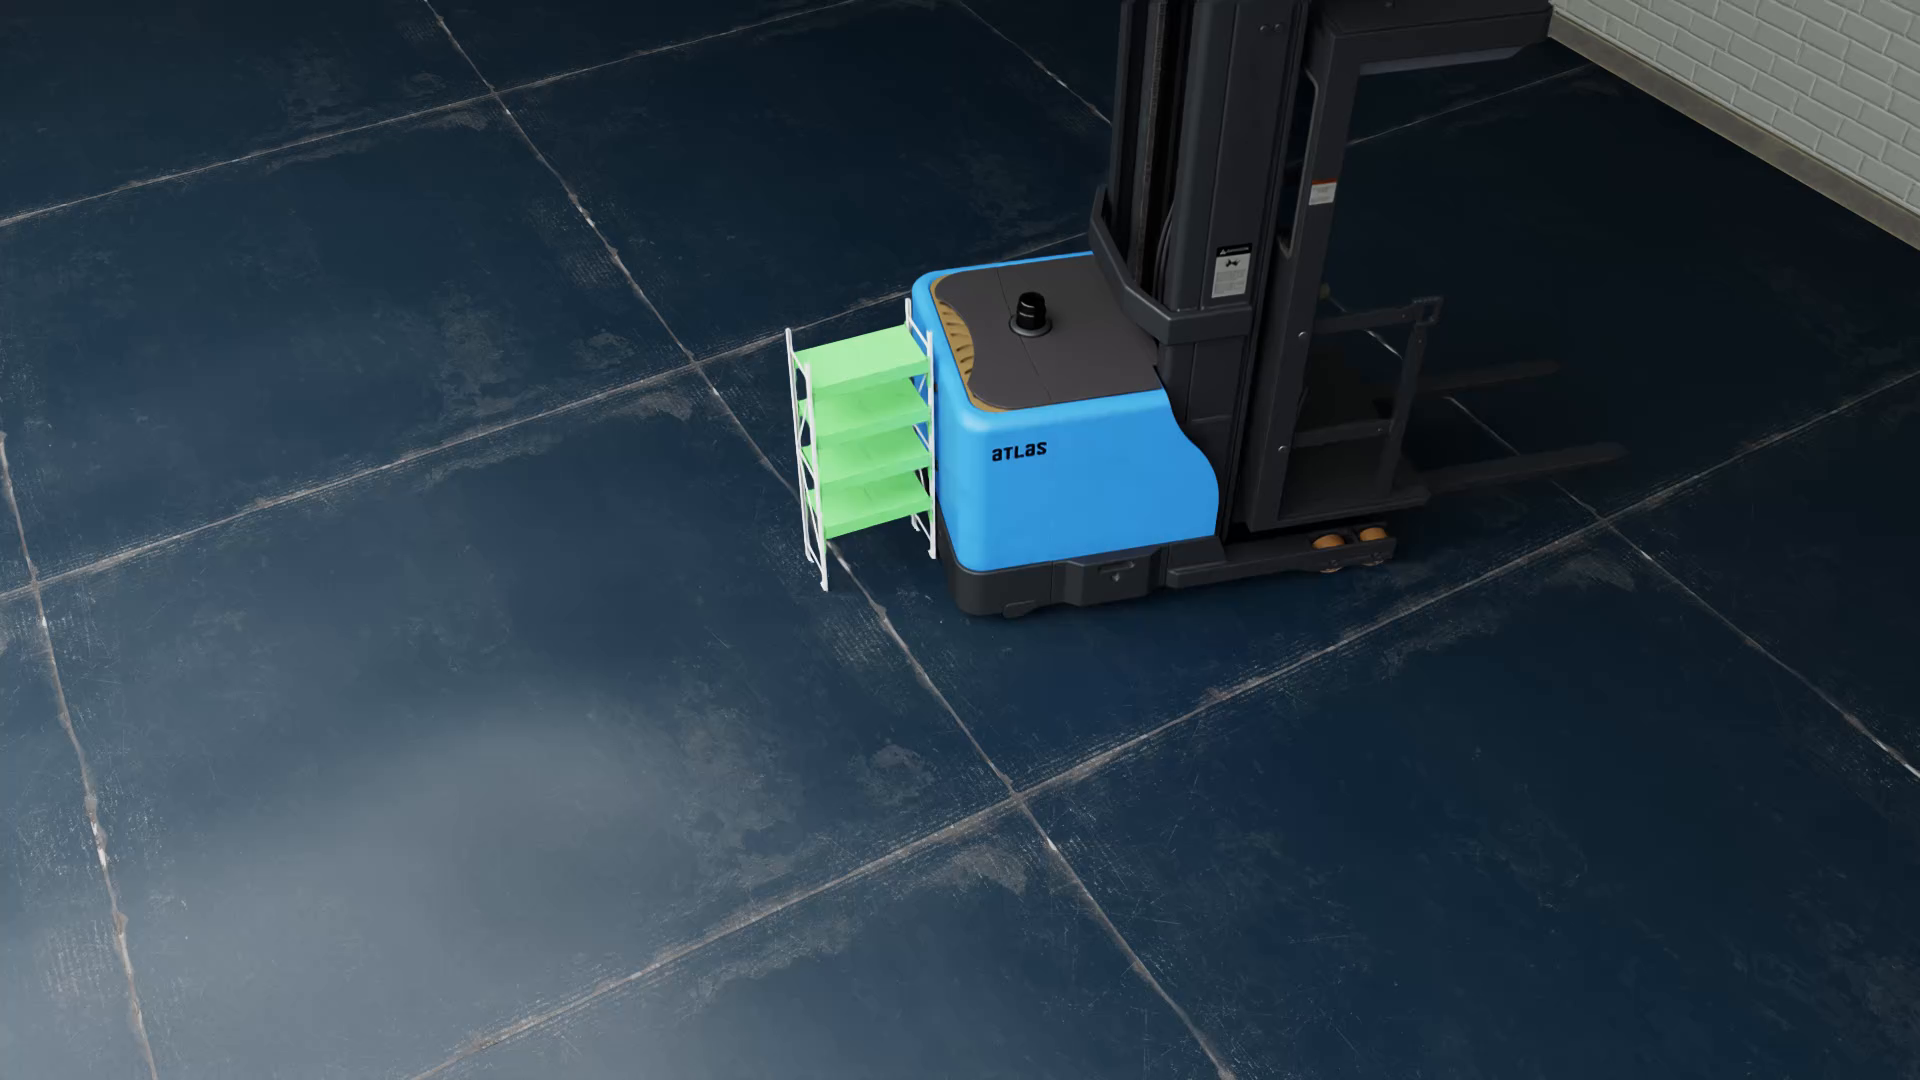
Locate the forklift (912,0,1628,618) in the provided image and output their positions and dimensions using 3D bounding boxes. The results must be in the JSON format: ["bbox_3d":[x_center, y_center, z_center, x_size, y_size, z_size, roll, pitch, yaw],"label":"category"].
[{"bbox_3d":[1.363,-1.265,6.378,3.031,2.935,1.130,-9,45,-9],"label":"forklift"}]

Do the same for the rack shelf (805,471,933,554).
[{"bbox_3d":[-0.381,-0.141,6.899,0.480,0.148,0.258,-17,47,-16],"label":"rack shelf"}]

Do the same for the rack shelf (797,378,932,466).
[{"bbox_3d":[-0.381,-0.485,6.565,0.480,0.148,0.258,-17,47,-16],"label":"rack shelf"}]

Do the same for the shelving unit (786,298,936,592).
[{"bbox_3d":[-0.381,-0.359,6.688,0.503,1.200,0.258,-17,47,-16],"label":"shelving unit"}]

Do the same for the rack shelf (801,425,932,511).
[{"bbox_3d":[-0.381,-0.313,6.732,0.480,0.148,0.258,-17,47,-16],"label":"rack shelf"}]

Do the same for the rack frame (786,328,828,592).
[{"bbox_3d":[-0.606,-0.292,6.619,0.015,1.200,0.240,-17,47,-16],"label":"rack frame"}]

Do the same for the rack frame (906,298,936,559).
[{"bbox_3d":[-0.157,-0.425,6.756,0.015,1.200,0.240,-17,47,-16],"label":"rack frame"}]

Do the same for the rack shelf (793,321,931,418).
[{"bbox_3d":[-0.381,-0.658,6.398,0.480,0.148,0.258,-17,47,-16],"label":"rack shelf"}]
